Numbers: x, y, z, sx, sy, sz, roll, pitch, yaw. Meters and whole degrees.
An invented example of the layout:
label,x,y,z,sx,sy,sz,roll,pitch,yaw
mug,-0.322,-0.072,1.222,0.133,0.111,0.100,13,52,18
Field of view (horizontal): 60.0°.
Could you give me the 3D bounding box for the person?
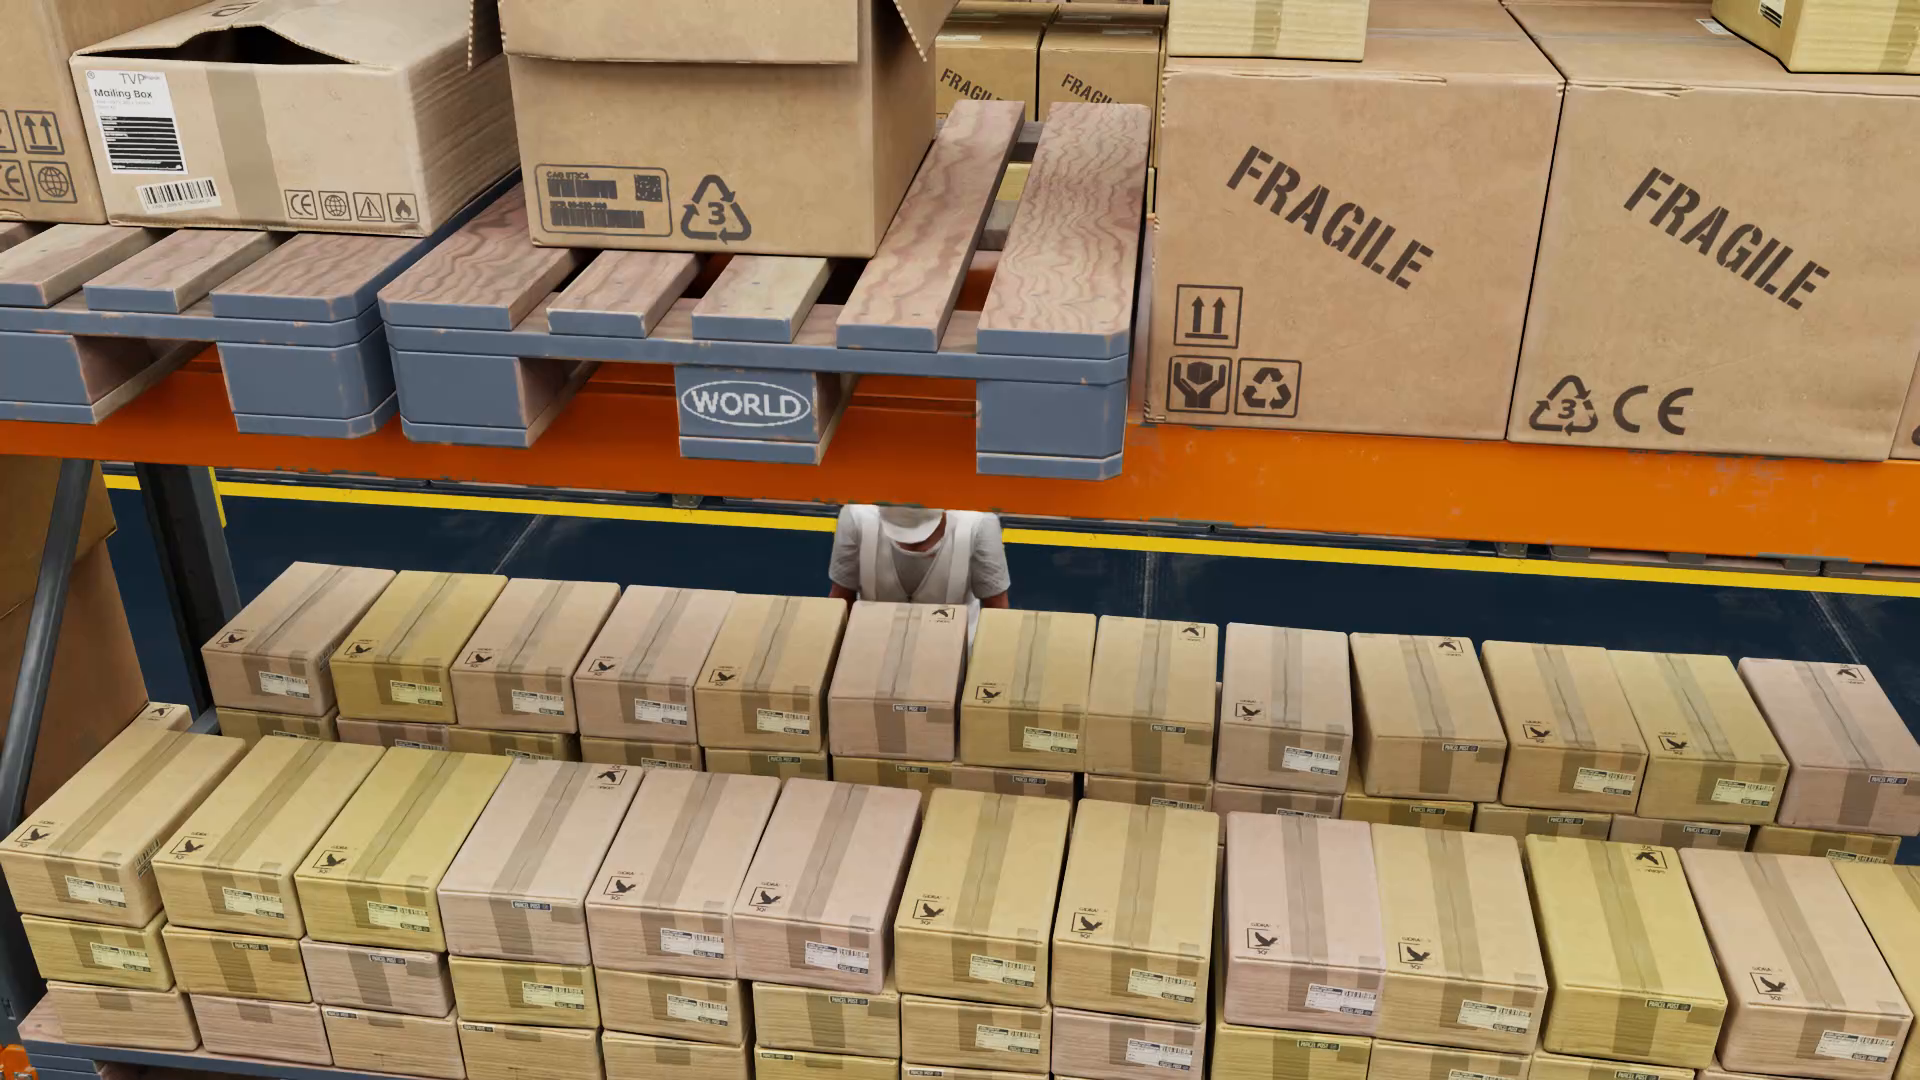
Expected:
label,x,y,z,sx,sy,sz,roll,pitch,yaw
person,-0.127,0.396,5.533,0.598,1.624,0.606,4,28,7
